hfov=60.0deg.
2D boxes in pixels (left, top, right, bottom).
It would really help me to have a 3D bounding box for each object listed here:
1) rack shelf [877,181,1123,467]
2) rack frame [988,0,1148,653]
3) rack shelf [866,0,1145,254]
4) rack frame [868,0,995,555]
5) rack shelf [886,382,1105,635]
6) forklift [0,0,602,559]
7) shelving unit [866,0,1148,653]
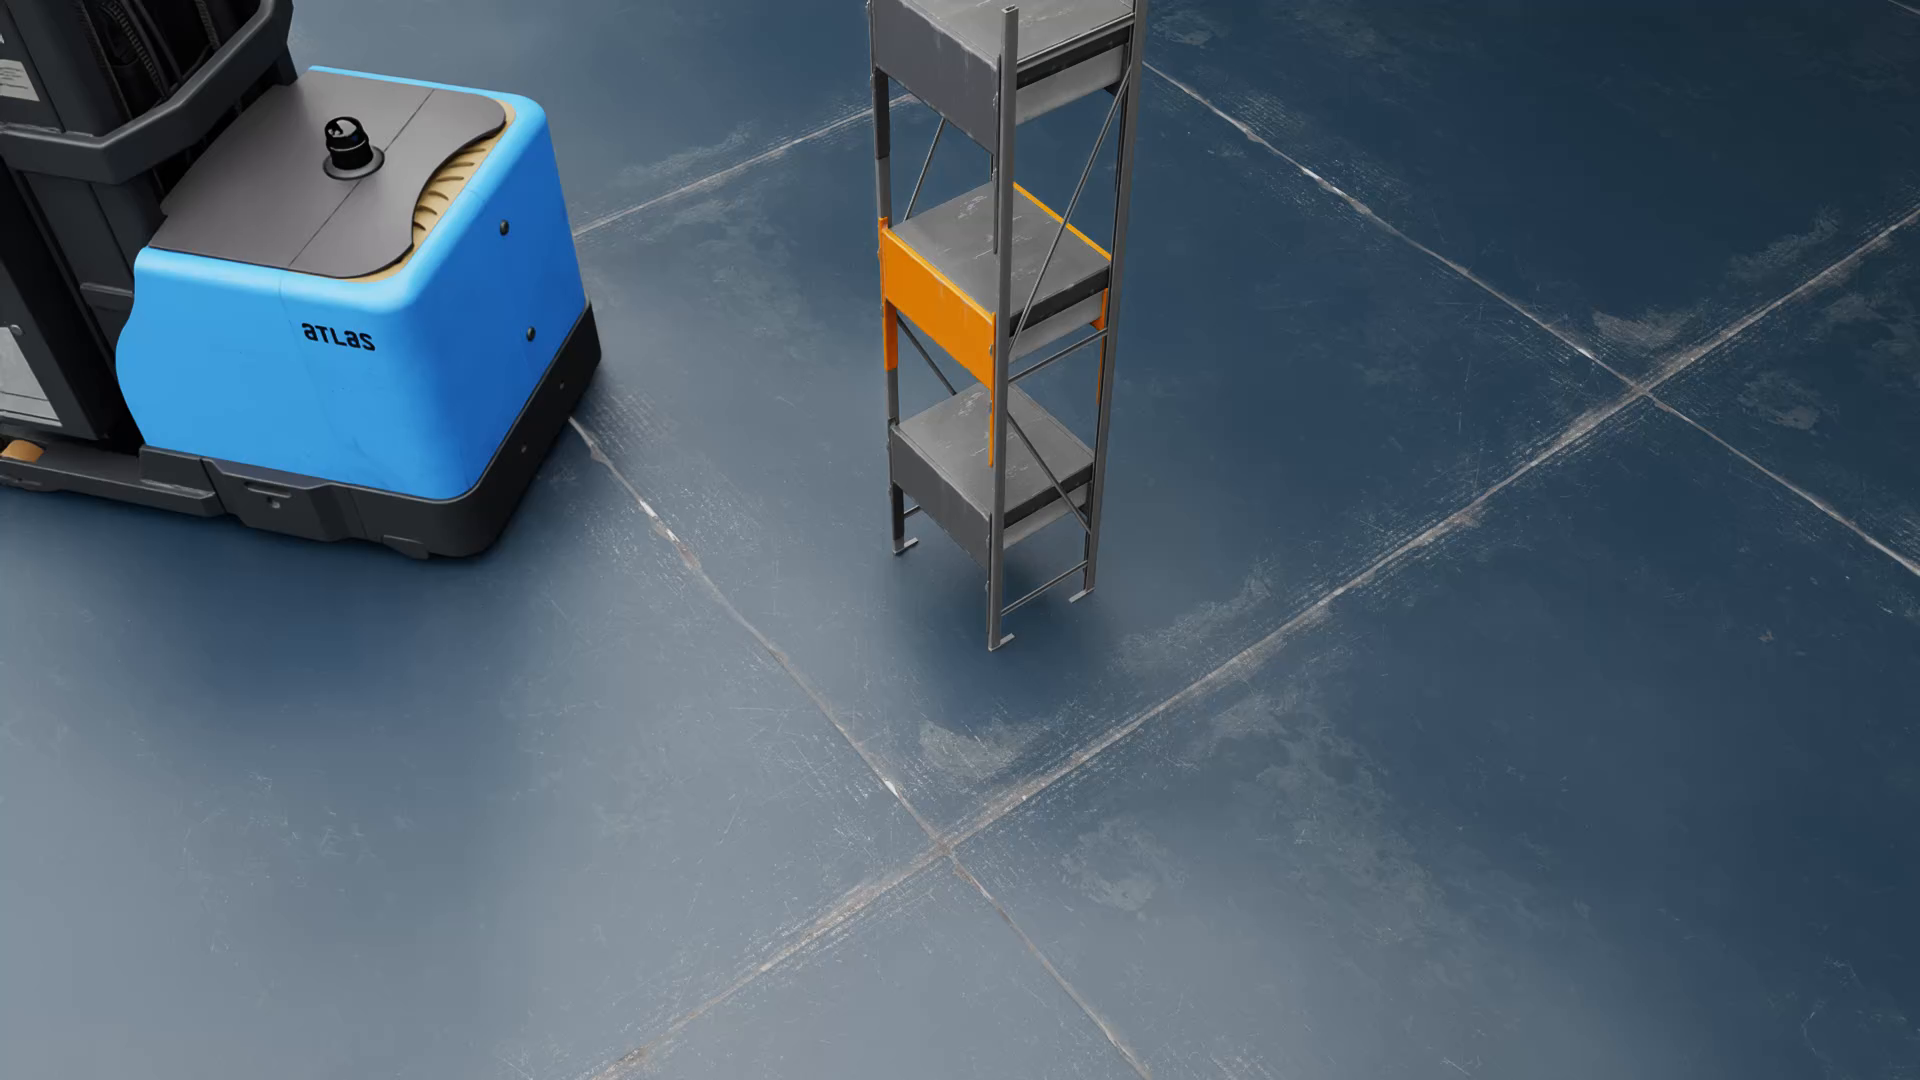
[{"bbox_3d":[0.100,-0.598,4.394,0.431,0.518,0.480,-29,54,-24],"label":"rack shelf"},{"bbox_3d":[0.248,-0.464,4.253,0.400,2.100,0.015,-29,54,-24],"label":"rack frame"},{"bbox_3d":[0.100,-1.069,3.875,0.431,0.518,0.480,-29,54,-24],"label":"rack shelf"},{"bbox_3d":[-0.048,-0.752,4.514,0.400,2.100,0.015,-29,54,-24],"label":"rack frame"},{"bbox_3d":[0.100,-0.128,4.912,0.431,0.518,0.480,-29,54,-24],"label":"rack shelf"},{"bbox_3d":[-2.808,-1.514,4.644,3.031,2.935,1.130,10,49,9],"label":"forklift"},{"bbox_3d":[0.100,-0.608,4.384,0.431,2.100,0.503,-29,54,-24],"label":"shelving unit"}]
